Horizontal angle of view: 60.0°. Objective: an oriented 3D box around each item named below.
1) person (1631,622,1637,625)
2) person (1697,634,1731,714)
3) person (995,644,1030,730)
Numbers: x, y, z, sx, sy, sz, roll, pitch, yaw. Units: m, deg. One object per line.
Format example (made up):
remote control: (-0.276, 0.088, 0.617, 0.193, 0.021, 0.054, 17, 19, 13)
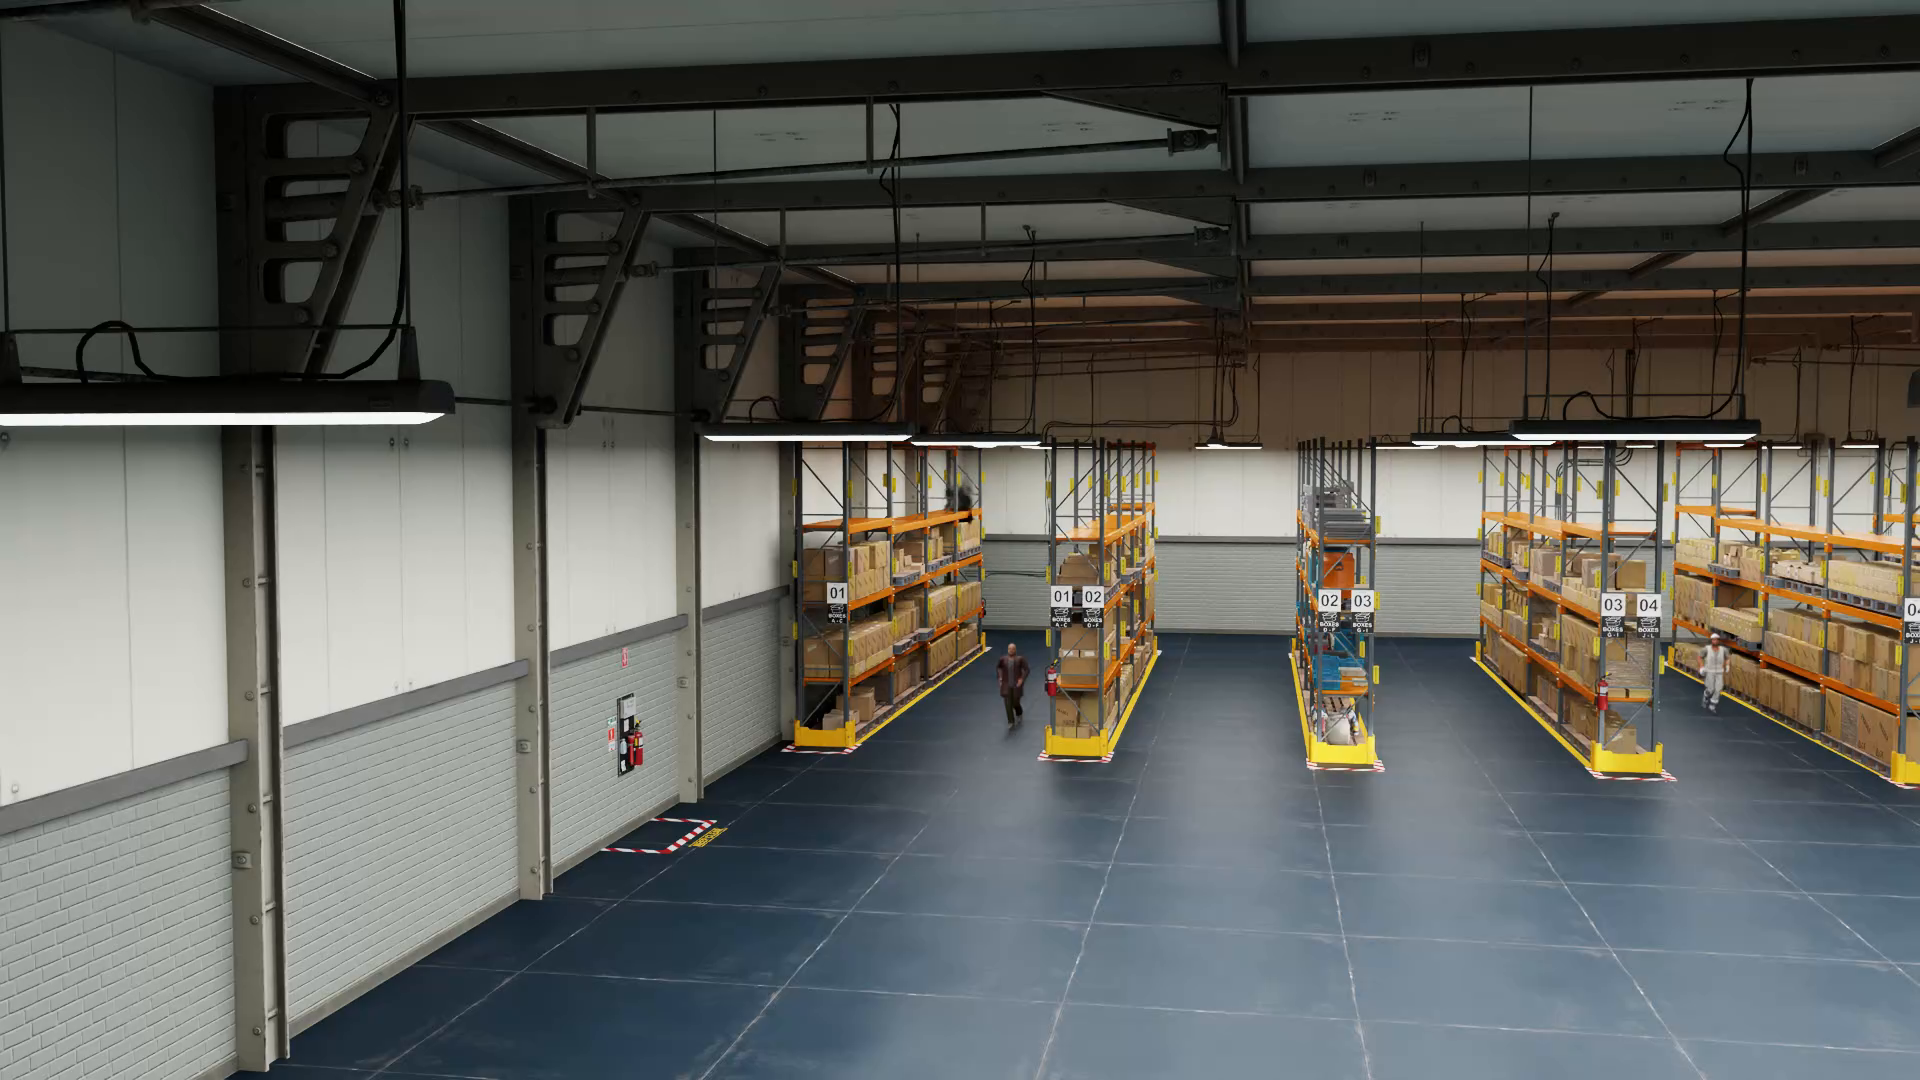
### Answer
person: (18.034, 2.530, 45.249, 0.690, 1.584, 0.674, -1, 3, -26)
person: (16.531, 2.919, 36.427, 0.673, 1.745, 0.590, 0, 3, 8)
person: (1.083, 3.027, 34.577, 0.727, 1.758, 0.741, 1, 3, 11)
